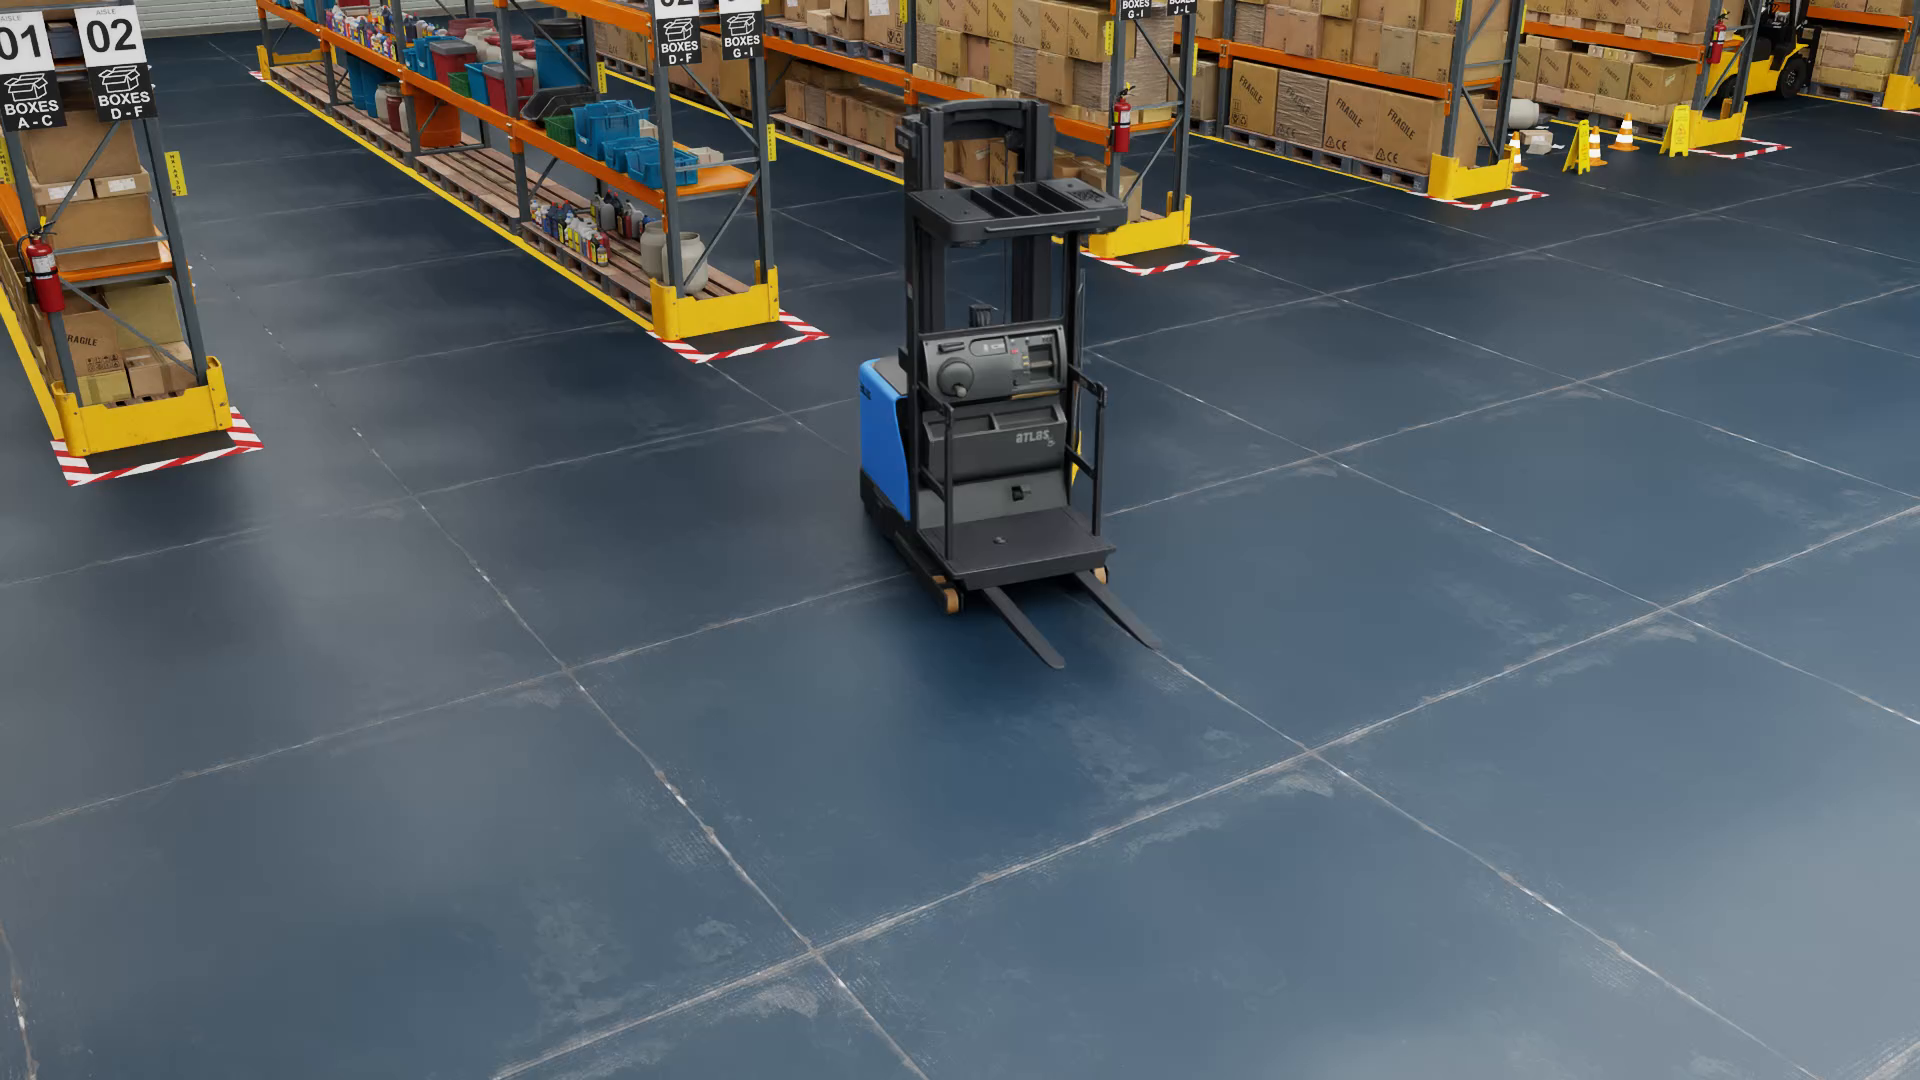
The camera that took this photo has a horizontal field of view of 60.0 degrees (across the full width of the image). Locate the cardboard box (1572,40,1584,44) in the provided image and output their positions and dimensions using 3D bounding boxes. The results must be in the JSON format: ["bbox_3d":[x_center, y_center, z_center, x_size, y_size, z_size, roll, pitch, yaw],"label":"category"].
[{"bbox_3d":[8.921,-7.184,24.805,0.500,0.500,0.500,-15,29,-29],"label":"cardboard box"}]

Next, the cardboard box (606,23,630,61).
[{"bbox_3d":[-5.361,-8.587,27.922,0.875,0.875,0.875,-16,29,-30],"label":"cardboard box"}]

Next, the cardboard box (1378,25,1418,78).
[{"bbox_3d":[5.626,-5.990,20.249,0.875,0.550,0.550,-16,29,-30],"label":"cardboard box"}]

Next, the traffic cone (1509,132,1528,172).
[{"bbox_3d":[7.085,-4.982,21.262,0.336,0.463,0.334,-16,29,-30],"label":"traffic cone"}]

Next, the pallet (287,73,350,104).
[{"bbox_3d":[-9.831,-7.056,25.950,1.003,0.211,1.213,-16,29,-30],"label":"pallet"}]

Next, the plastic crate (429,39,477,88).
[{"bbox_3d":[-5.917,-5.576,19.472,0.402,0.464,0.583,-16,29,-30],"label":"plastic crate"}]

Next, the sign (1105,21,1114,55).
[{"bbox_3d":[1.498,-5.033,16.671,0.100,0.325,0.005,-16,29,-30],"label":"sign"}]

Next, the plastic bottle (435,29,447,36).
[{"bbox_3d":[-6.761,-6.535,21.725,0.152,0.276,0.135,-16,29,-30],"label":"plastic bottle"}]

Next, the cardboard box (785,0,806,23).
[{"bbox_3d":[-2.065,-7.401,22.806,0.500,0.500,0.500,-20,32,-36],"label":"cardboard box"}]

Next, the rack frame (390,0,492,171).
[{"bbox_3d":[-6.543,-6.196,20.861,1.000,3.000,0.127,-16,29,-30],"label":"rack frame"}]

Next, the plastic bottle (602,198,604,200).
[{"bbox_3d":[-3.900,-3.642,18.213,0.097,0.201,0.097,0,25,0],"label":"plastic bottle"}]

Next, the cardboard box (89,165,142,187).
[{"bbox_3d":[-6.508,-2.804,12.800,0.380,0.149,0.250,-16,30,-31],"label":"cardboard box"}]

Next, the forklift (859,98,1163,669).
[{"bbox_3d":[0.298,-1.064,10.071,1.130,2.935,3.031,-9,27,-19],"label":"forklift"}]

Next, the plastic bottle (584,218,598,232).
[{"bbox_3d":[-3.821,-3.171,17.129,0.152,0.276,0.135,-16,29,-30],"label":"plastic bottle"}]

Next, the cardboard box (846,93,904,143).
[{"bbox_3d":[-1.077,-5.588,21.985,0.700,0.500,0.500,-18,31,-34],"label":"cardboard box"}]

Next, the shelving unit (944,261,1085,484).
[{"bbox_3d":[0.319,-1.187,12.008,1.083,1.500,0.587,5,26,10],"label":"shelving unit"}]

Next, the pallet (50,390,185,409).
[{"bbox_3d":[-6.780,-1.184,13.511,1.003,0.211,1.213,-16,29,-30],"label":"pallet"}]

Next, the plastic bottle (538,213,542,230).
[{"bbox_3d":[-4.442,-3.410,17.722,0.097,0.201,0.097,0,25,0],"label":"plastic bottle"}]

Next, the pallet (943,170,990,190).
[{"bbox_3d":[0.187,-4.426,20.379,1.003,0.211,1.213,-16,29,-30],"label":"pallet"}]

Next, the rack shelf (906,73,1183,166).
[{"bbox_3d":[0.882,-4.879,18.914,1.077,0.370,4.000,-16,29,-30],"label":"rack shelf"}]

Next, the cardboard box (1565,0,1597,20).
[{"bbox_3d":[8.950,-7.653,23.483,0.500,0.500,0.500,-15,29,-29],"label":"cardboard box"}]

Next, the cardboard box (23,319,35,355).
[{"bbox_3d":[-7.697,-1.785,14.246,0.500,0.250,0.500,-16,29,-30],"label":"cardboard box"}]

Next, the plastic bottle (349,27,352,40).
[{"bbox_3d":[-8.247,-6.903,22.592,0.097,0.201,0.097,0,25,0],"label":"plastic bottle"}]

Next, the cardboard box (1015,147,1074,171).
[{"bbox_3d":[0.966,-4.210,19.090,0.500,0.500,0.500,-13,28,-25],"label":"cardboard box"}]

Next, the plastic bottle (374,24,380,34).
[{"bbox_3d":[-7.725,-6.697,22.059,0.061,0.283,0.133,-16,29,-30],"label":"plastic bottle"}]

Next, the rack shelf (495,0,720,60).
[{"bbox_3d":[-3.268,-5.081,15.828,1.077,0.370,4.000,-16,29,-30],"label":"rack shelf"}]

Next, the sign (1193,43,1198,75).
[{"bbox_3d":[2.429,-5.007,17.328,0.100,0.325,0.005,-16,29,-30],"label":"sign"}]

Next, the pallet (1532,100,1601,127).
[{"bbox_3d":[9.160,-6.299,24.346,1.003,0.211,1.213,-16,29,-30],"label":"pallet"}]

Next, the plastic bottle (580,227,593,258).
[{"bbox_3d":[-3.736,-3.003,16.772,0.152,0.276,0.135,-16,30,-31],"label":"plastic bottle"}]

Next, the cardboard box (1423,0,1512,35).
[{"bbox_3d":[6.015,-6.306,19.654,0.875,0.550,0.550,-16,29,-30],"label":"cardboard box"}]

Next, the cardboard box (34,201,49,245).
[{"bbox_3d":[-6.863,-2.583,13.091,0.700,0.500,0.500,-15,29,-28],"label":"cardboard box"}]

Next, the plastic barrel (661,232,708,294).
[{"bbox_3d":[-2.599,-2.617,15.702,0.421,0.512,0.421,0,25,0],"label":"plastic barrel"}]

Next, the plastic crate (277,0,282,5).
[{"bbox_3d":[-10.332,-8.373,25.598,0.416,0.233,0.300,-16,29,-30],"label":"plastic crate"}]

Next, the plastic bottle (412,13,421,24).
[{"bbox_3d":[-7.349,-6.958,22.533,0.144,0.351,0.185,-16,29,-30],"label":"plastic bottle"}]

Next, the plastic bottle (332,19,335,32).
[{"bbox_3d":[-8.733,-7.221,23.266,0.097,0.201,0.097,0,25,0],"label":"plastic bottle"}]

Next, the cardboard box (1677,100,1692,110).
[{"bbox_3d":[10.069,-6.098,23.382,0.500,0.250,0.500,-16,30,-30],"label":"cardboard box"}]

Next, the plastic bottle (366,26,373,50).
[{"bbox_3d":[-7.745,-6.597,21.848,0.061,0.283,0.133,-16,29,-30],"label":"plastic bottle"}]

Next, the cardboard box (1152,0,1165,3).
[{"bbox_3d":[2.941,-7.570,23.655,0.500,0.500,0.500,-15,29,-29],"label":"cardboard box"}]

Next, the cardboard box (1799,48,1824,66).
[{"bbox_3d":[13.342,-7.592,25.961,0.500,0.250,0.500,-16,30,-31],"label":"cardboard box"}]

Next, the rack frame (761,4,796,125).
[{"bbox_3d":[-2.393,-7.350,23.306,1.000,3.000,0.127,-16,29,-30],"label":"rack frame"}]

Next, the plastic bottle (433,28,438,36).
[{"bbox_3d":[-6.852,-6.567,21.798,0.097,0.271,0.097,0,25,0],"label":"plastic bottle"}]

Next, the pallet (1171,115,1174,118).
[{"bbox_3d":[2.847,-6.473,24.715,1.003,0.211,1.213,-16,29,-30],"label":"pallet"}]

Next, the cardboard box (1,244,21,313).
[{"bbox_3d":[-7.975,-2.301,14.462,0.500,0.500,0.500,-16,29,-30],"label":"cardboard box"}]

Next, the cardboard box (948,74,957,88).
[{"bbox_3d":[0.086,-5.396,19.461,0.380,0.149,0.250,-16,29,-30],"label":"cardboard box"}]

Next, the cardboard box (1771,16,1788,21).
[{"bbox_3d":[13.235,-8.293,26.861,0.500,0.250,0.500,-15,29,-29],"label":"cardboard box"}]

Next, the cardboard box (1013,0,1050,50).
[{"bbox_3d":[0.918,-5.617,17.997,0.500,0.500,0.500,-16,29,-30],"label":"cardboard box"}]

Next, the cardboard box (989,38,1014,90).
[{"bbox_3d":[0.824,-5.393,18.695,0.875,0.500,0.500,-16,29,-30],"label":"cardboard box"}]

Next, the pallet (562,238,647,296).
[{"bbox_3d":[-3.358,-2.817,16.971,1.003,0.211,1.213,-16,29,-30],"label":"pallet"}]

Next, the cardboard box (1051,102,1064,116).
[{"bbox_3d":[1.206,-4.689,17.963,0.380,0.149,0.250,-16,29,-30],"label":"cardboard box"}]

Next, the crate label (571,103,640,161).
[{"bbox_3d":[-3.407,-3.946,16.053,0.502,0.435,0.616,-16,29,-30],"label":"crate label"}]

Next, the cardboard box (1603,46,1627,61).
[{"bbox_3d":[9.230,-6.809,23.251,0.380,0.149,0.250,-15,29,-29],"label":"cardboard box"}]

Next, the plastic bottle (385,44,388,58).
[{"bbox_3d":[-7.295,-6.279,21.271,0.097,0.201,0.097,0,25,0],"label":"plastic bottle"}]

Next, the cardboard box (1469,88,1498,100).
[{"bbox_3d":[7.538,-6.399,24.217,0.500,0.500,0.500,3,25,6],"label":"cardboard box"}]

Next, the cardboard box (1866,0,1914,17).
[{"bbox_3d":[13.945,-8.116,24.812,0.500,0.500,0.500,-16,30,-31],"label":"cardboard box"}]

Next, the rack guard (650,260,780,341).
[{"bbox_3d":[-2.257,-2.220,15.368,1.175,0.500,0.348,-16,29,-30],"label":"rack guard"}]

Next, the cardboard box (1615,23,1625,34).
[{"bbox_3d":[9.353,-7.139,23.154,0.380,0.149,0.250,-15,29,-29],"label":"cardboard box"}]
